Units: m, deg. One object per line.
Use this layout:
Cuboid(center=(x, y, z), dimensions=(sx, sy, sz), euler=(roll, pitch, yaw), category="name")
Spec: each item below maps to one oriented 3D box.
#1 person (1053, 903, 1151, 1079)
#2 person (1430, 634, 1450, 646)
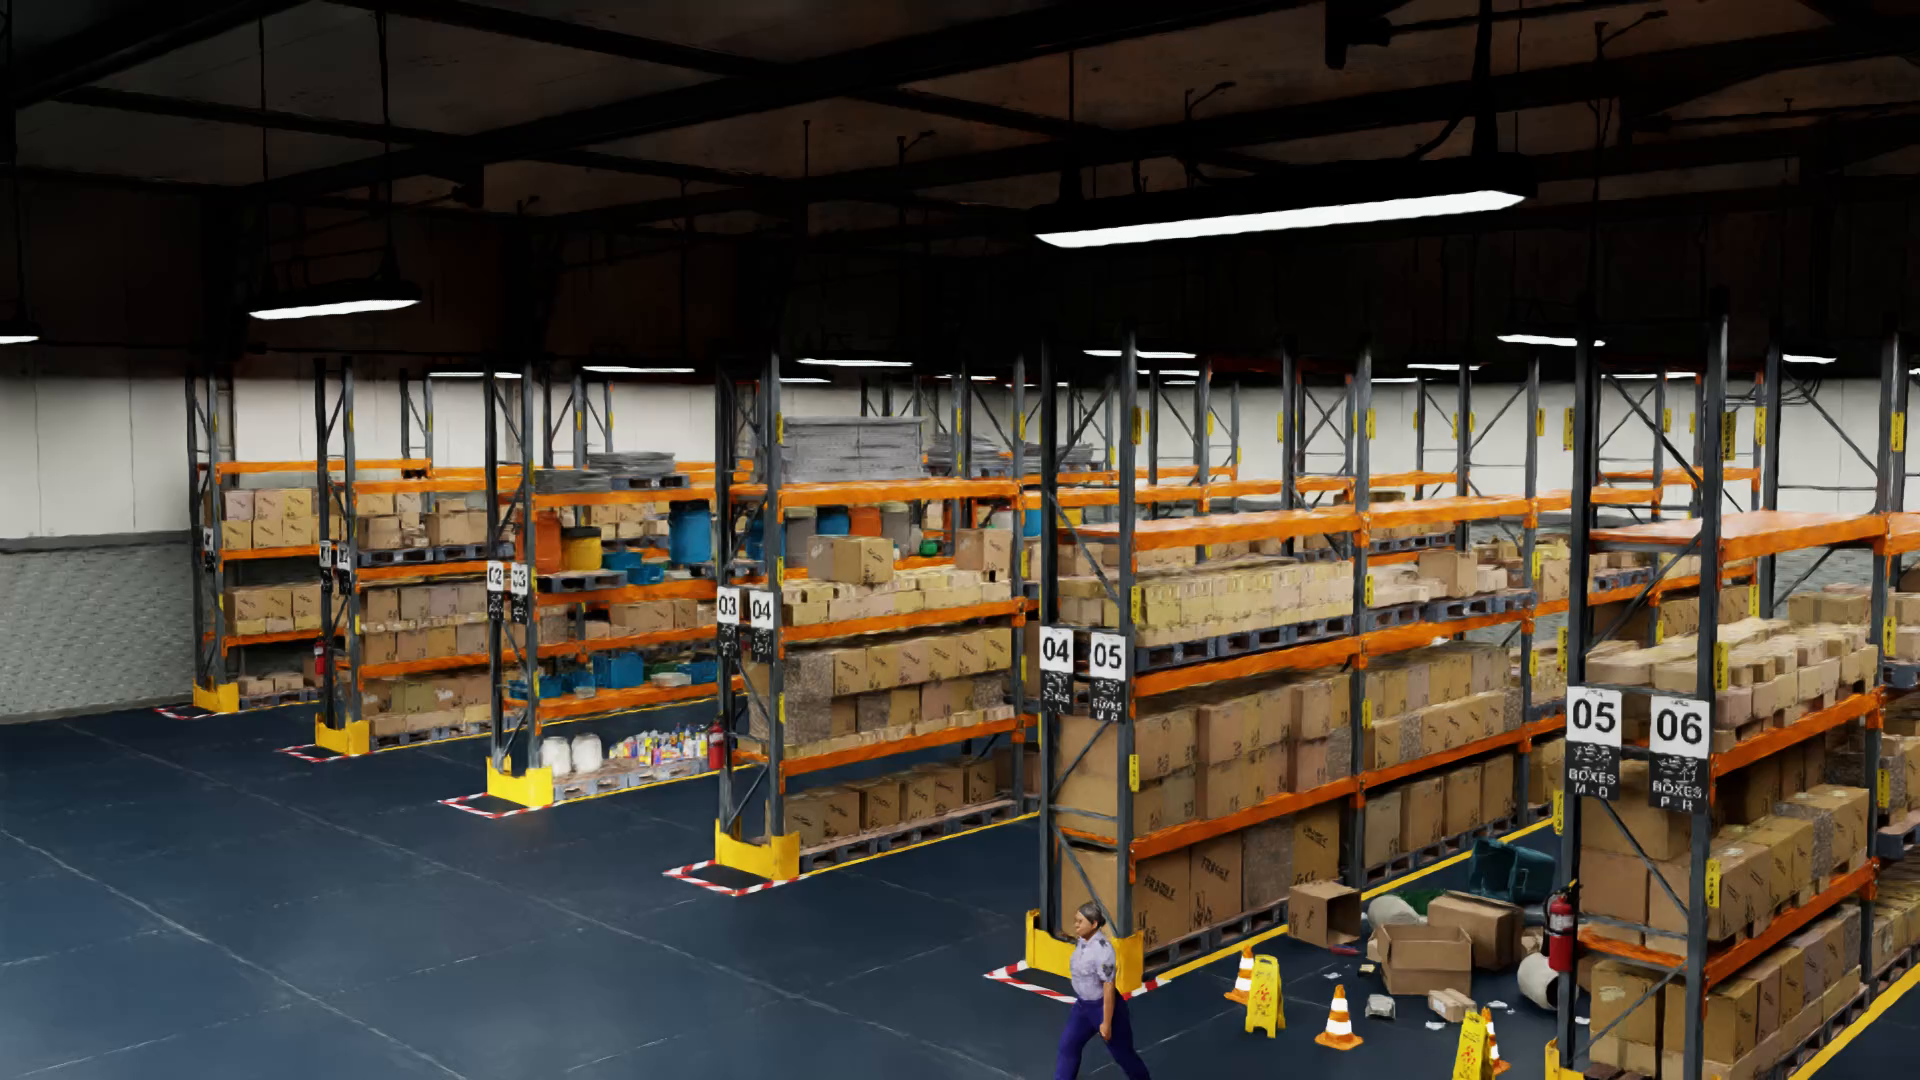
Cuboid(center=(0.999, 3.436, 12.174), dimensions=(0.935, 1.595, 0.517), euler=(-2, 5, -22), category="person")
Cuboid(center=(7.876, 2.188, 27.156), dimensions=(0.419, 1.772, 0.691), euler=(3, 5, 34), category="person")
